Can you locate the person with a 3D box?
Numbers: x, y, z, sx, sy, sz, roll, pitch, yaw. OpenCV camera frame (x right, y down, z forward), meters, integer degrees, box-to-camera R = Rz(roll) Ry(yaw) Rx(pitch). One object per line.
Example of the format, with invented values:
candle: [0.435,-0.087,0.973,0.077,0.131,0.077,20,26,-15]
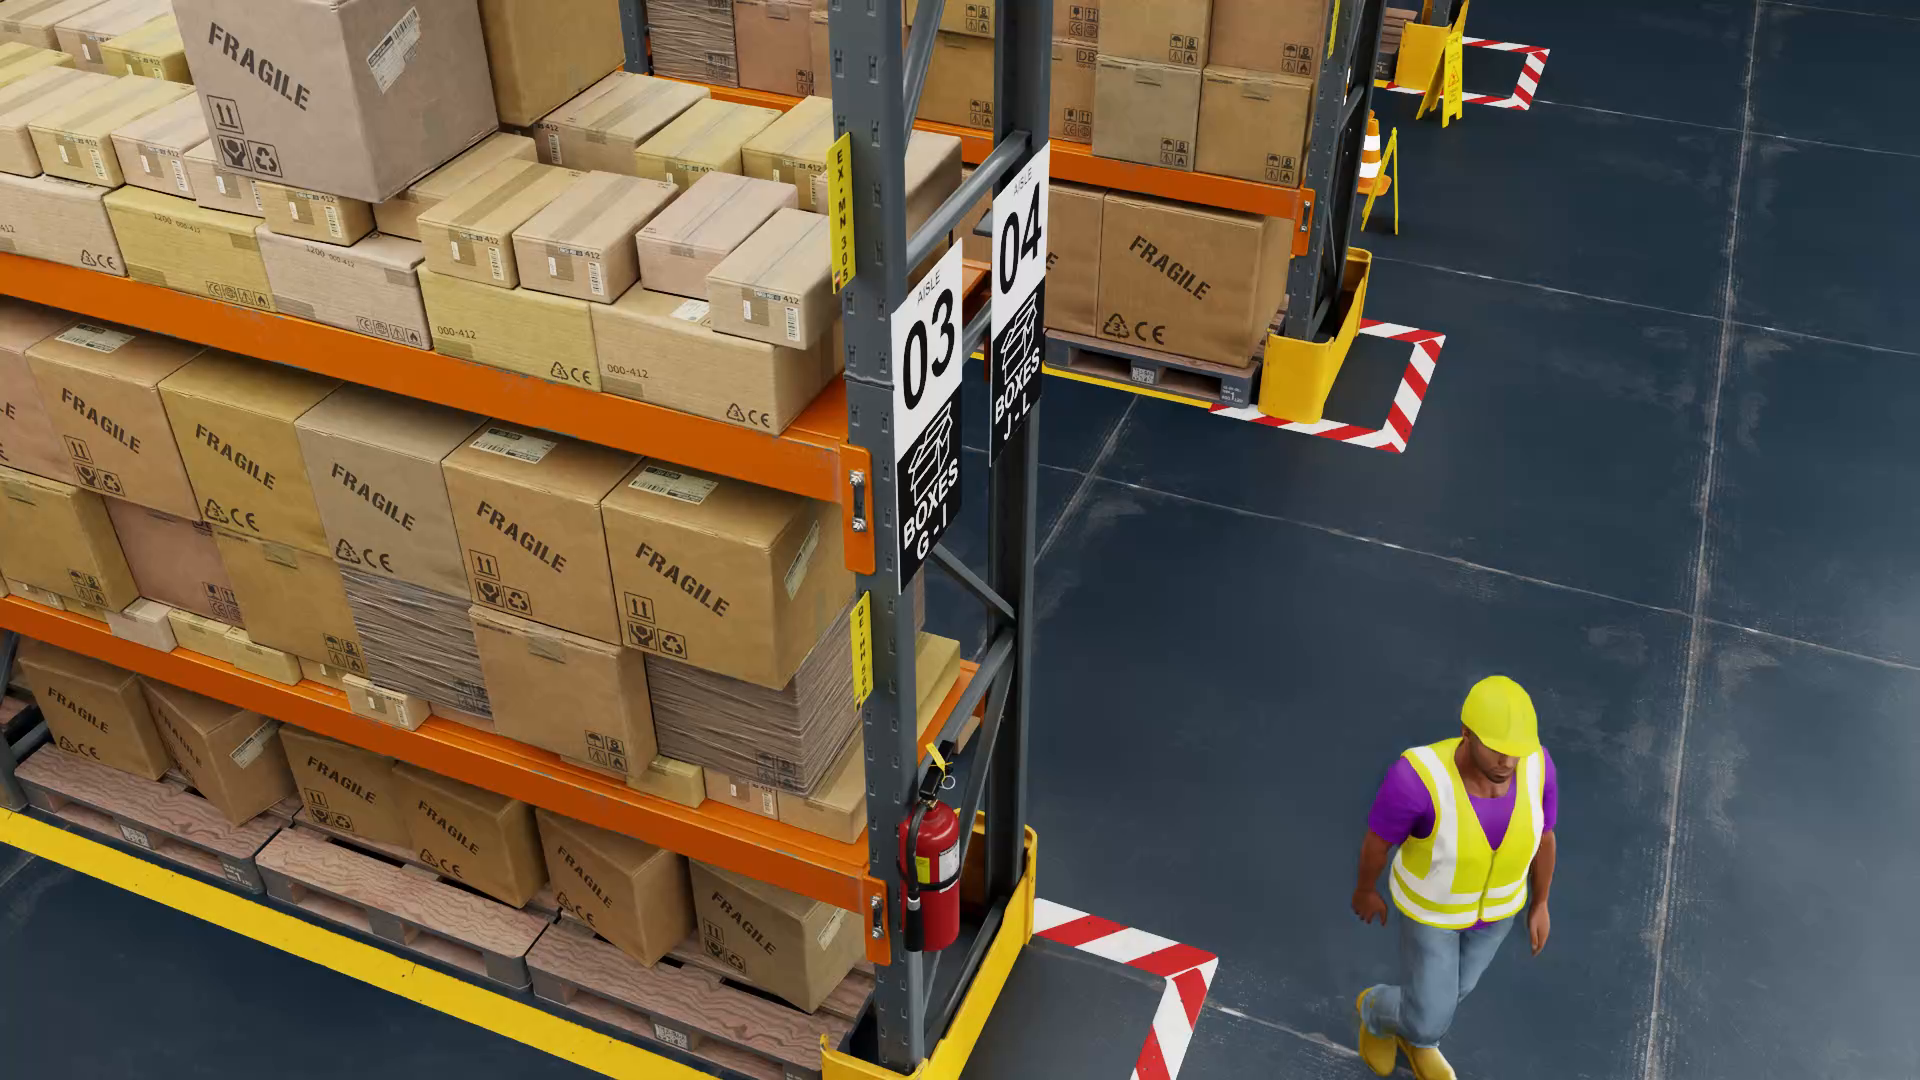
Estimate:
person: [1.563,1.160,5.252,0.593,1.782,0.453,-8,38,-10]
